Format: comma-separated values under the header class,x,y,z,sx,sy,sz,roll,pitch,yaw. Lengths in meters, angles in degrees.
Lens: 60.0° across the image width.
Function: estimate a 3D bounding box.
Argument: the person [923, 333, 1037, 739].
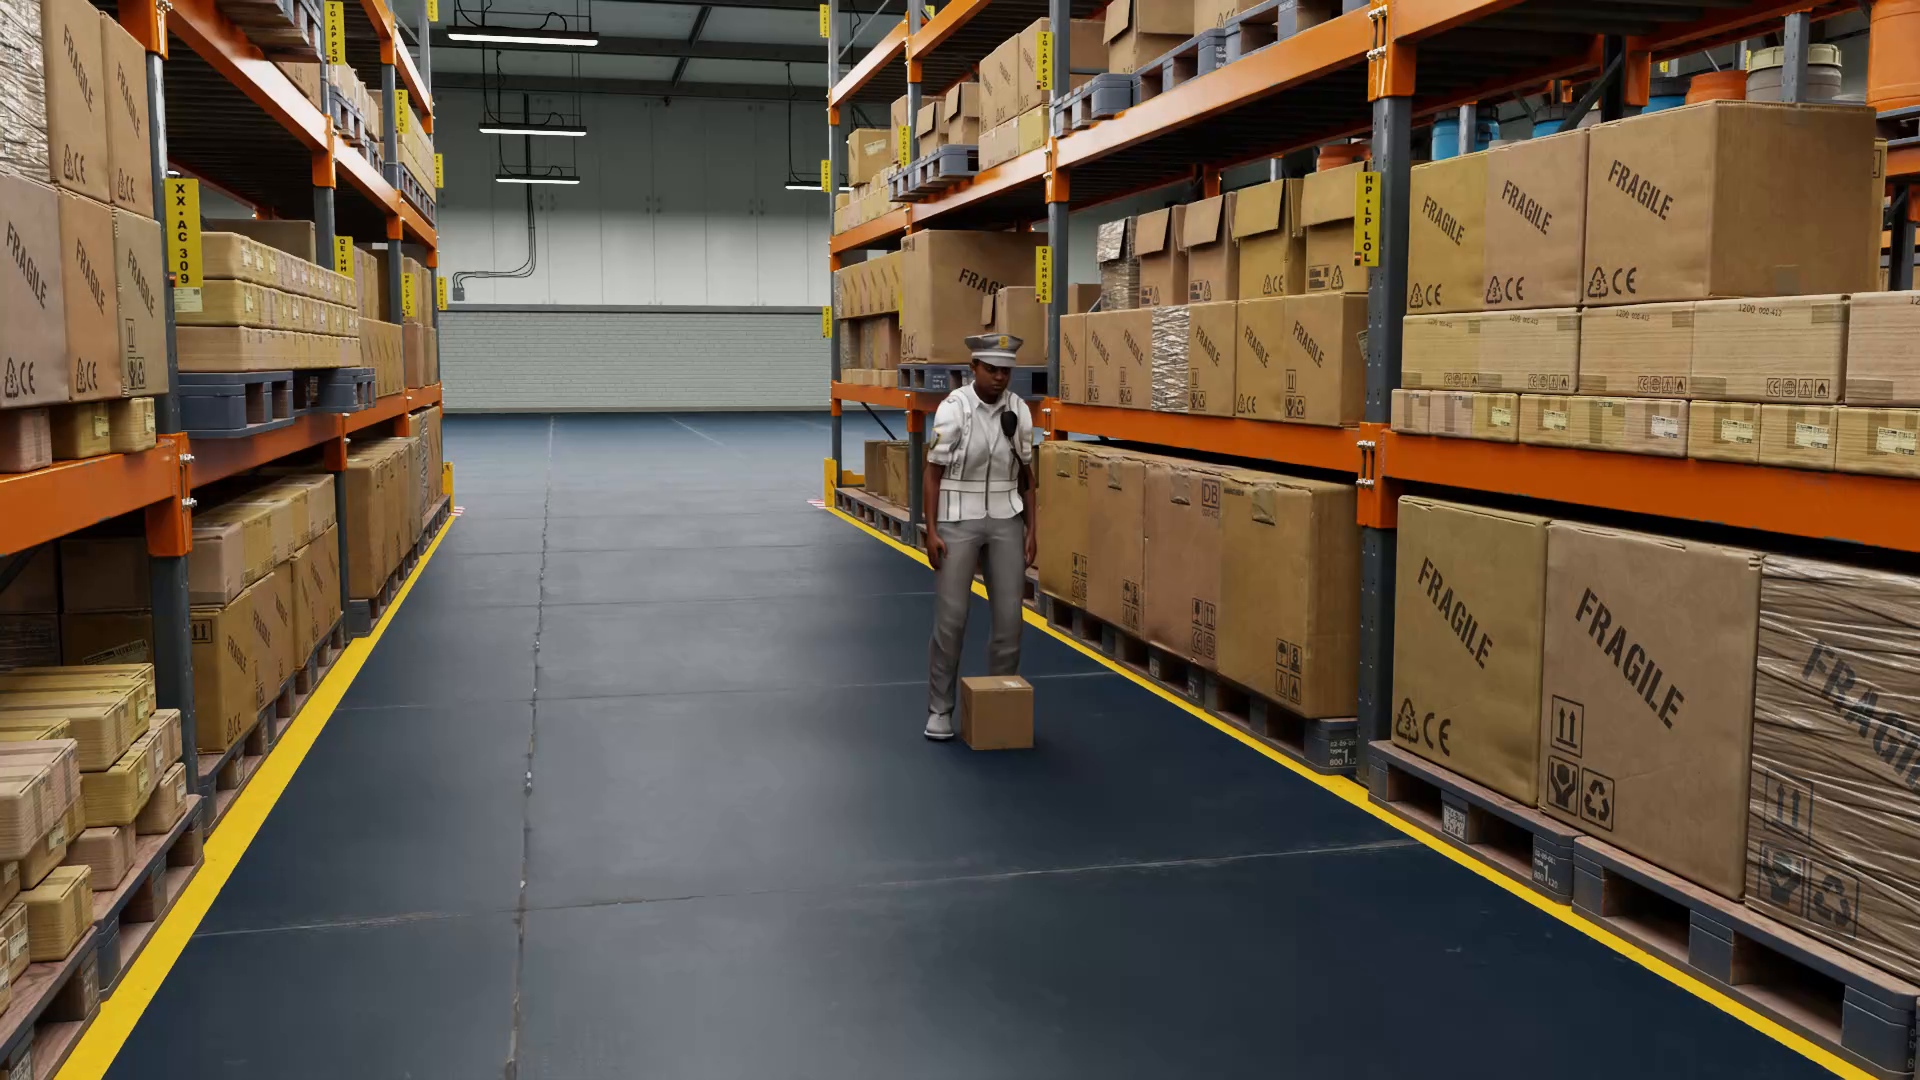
class,x,y,z,sx,sy,sz,roll,pitch,yaw
person,0.081,-0.023,6.905,0.517,1.656,0.397,-2,6,-16
